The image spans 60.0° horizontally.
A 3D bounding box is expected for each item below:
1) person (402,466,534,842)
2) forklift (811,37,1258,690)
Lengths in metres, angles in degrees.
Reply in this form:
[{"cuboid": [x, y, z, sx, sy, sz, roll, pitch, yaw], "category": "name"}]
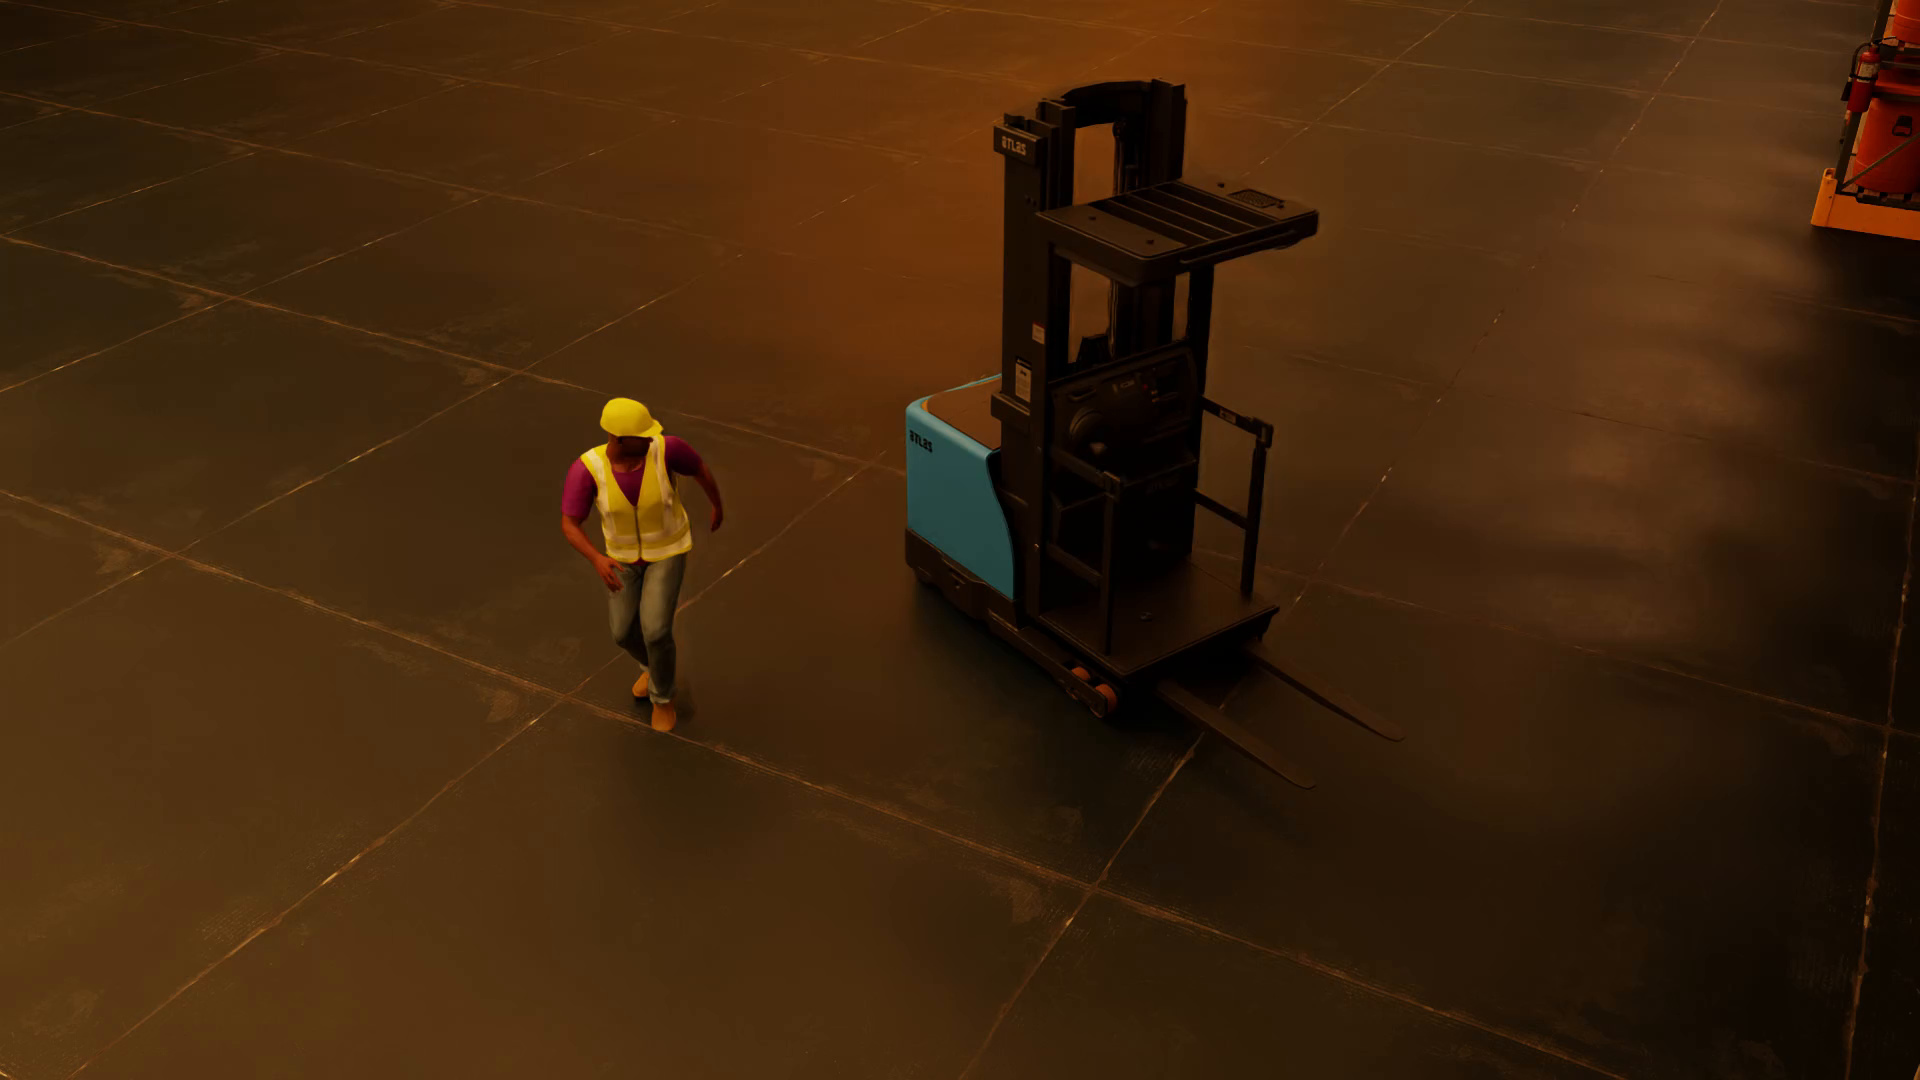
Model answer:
[{"cuboid": [-2.226, 0.487, 7.481, 0.672, 1.808, 0.512, 26, 39, 37], "category": "person"}, {"cuboid": [0.380, -1.042, 8.876, 1.130, 2.935, 3.031, -20, 36, -31], "category": "forklift"}]
